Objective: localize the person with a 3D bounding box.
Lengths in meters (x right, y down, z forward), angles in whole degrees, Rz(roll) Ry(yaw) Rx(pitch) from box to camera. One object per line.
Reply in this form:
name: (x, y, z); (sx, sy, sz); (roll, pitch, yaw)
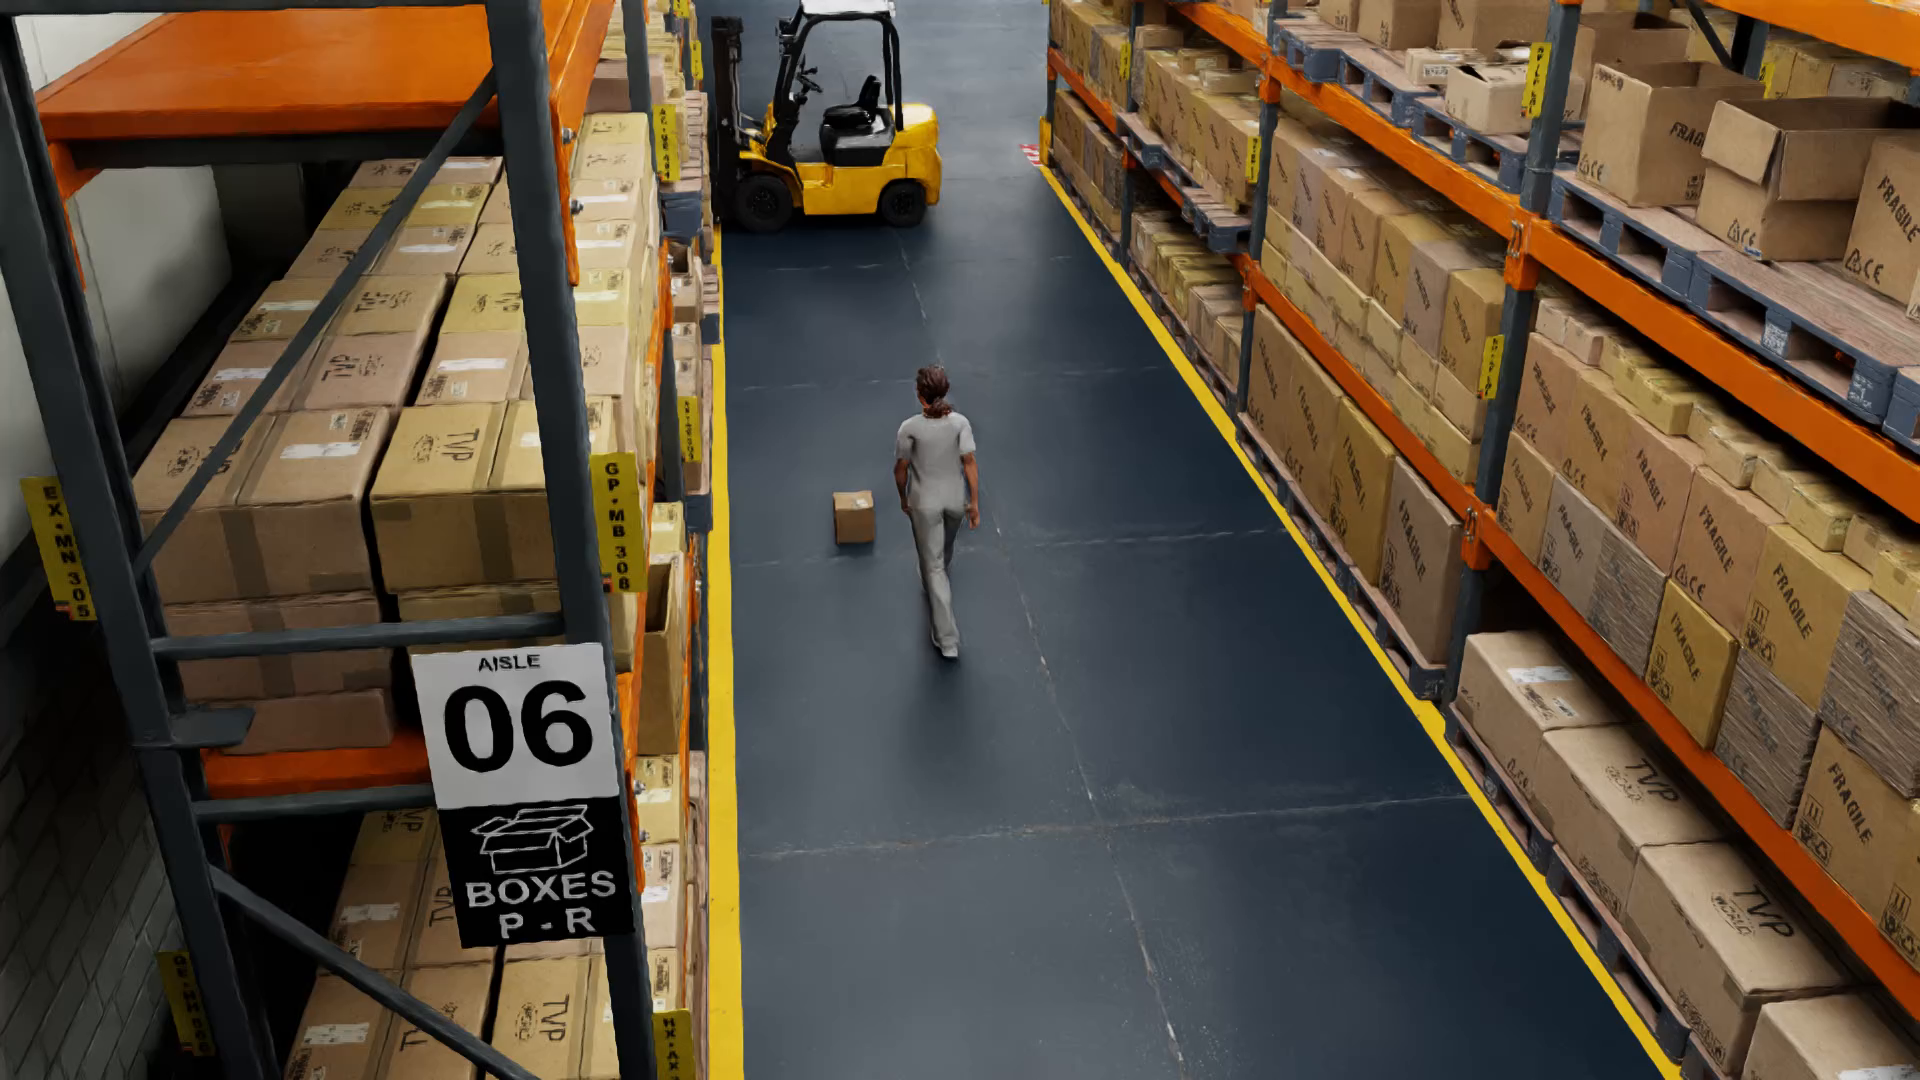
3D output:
person: (-0.171, -0.257, 9.580); (0.457, 1.610, 0.994); (-10, 29, -19)
